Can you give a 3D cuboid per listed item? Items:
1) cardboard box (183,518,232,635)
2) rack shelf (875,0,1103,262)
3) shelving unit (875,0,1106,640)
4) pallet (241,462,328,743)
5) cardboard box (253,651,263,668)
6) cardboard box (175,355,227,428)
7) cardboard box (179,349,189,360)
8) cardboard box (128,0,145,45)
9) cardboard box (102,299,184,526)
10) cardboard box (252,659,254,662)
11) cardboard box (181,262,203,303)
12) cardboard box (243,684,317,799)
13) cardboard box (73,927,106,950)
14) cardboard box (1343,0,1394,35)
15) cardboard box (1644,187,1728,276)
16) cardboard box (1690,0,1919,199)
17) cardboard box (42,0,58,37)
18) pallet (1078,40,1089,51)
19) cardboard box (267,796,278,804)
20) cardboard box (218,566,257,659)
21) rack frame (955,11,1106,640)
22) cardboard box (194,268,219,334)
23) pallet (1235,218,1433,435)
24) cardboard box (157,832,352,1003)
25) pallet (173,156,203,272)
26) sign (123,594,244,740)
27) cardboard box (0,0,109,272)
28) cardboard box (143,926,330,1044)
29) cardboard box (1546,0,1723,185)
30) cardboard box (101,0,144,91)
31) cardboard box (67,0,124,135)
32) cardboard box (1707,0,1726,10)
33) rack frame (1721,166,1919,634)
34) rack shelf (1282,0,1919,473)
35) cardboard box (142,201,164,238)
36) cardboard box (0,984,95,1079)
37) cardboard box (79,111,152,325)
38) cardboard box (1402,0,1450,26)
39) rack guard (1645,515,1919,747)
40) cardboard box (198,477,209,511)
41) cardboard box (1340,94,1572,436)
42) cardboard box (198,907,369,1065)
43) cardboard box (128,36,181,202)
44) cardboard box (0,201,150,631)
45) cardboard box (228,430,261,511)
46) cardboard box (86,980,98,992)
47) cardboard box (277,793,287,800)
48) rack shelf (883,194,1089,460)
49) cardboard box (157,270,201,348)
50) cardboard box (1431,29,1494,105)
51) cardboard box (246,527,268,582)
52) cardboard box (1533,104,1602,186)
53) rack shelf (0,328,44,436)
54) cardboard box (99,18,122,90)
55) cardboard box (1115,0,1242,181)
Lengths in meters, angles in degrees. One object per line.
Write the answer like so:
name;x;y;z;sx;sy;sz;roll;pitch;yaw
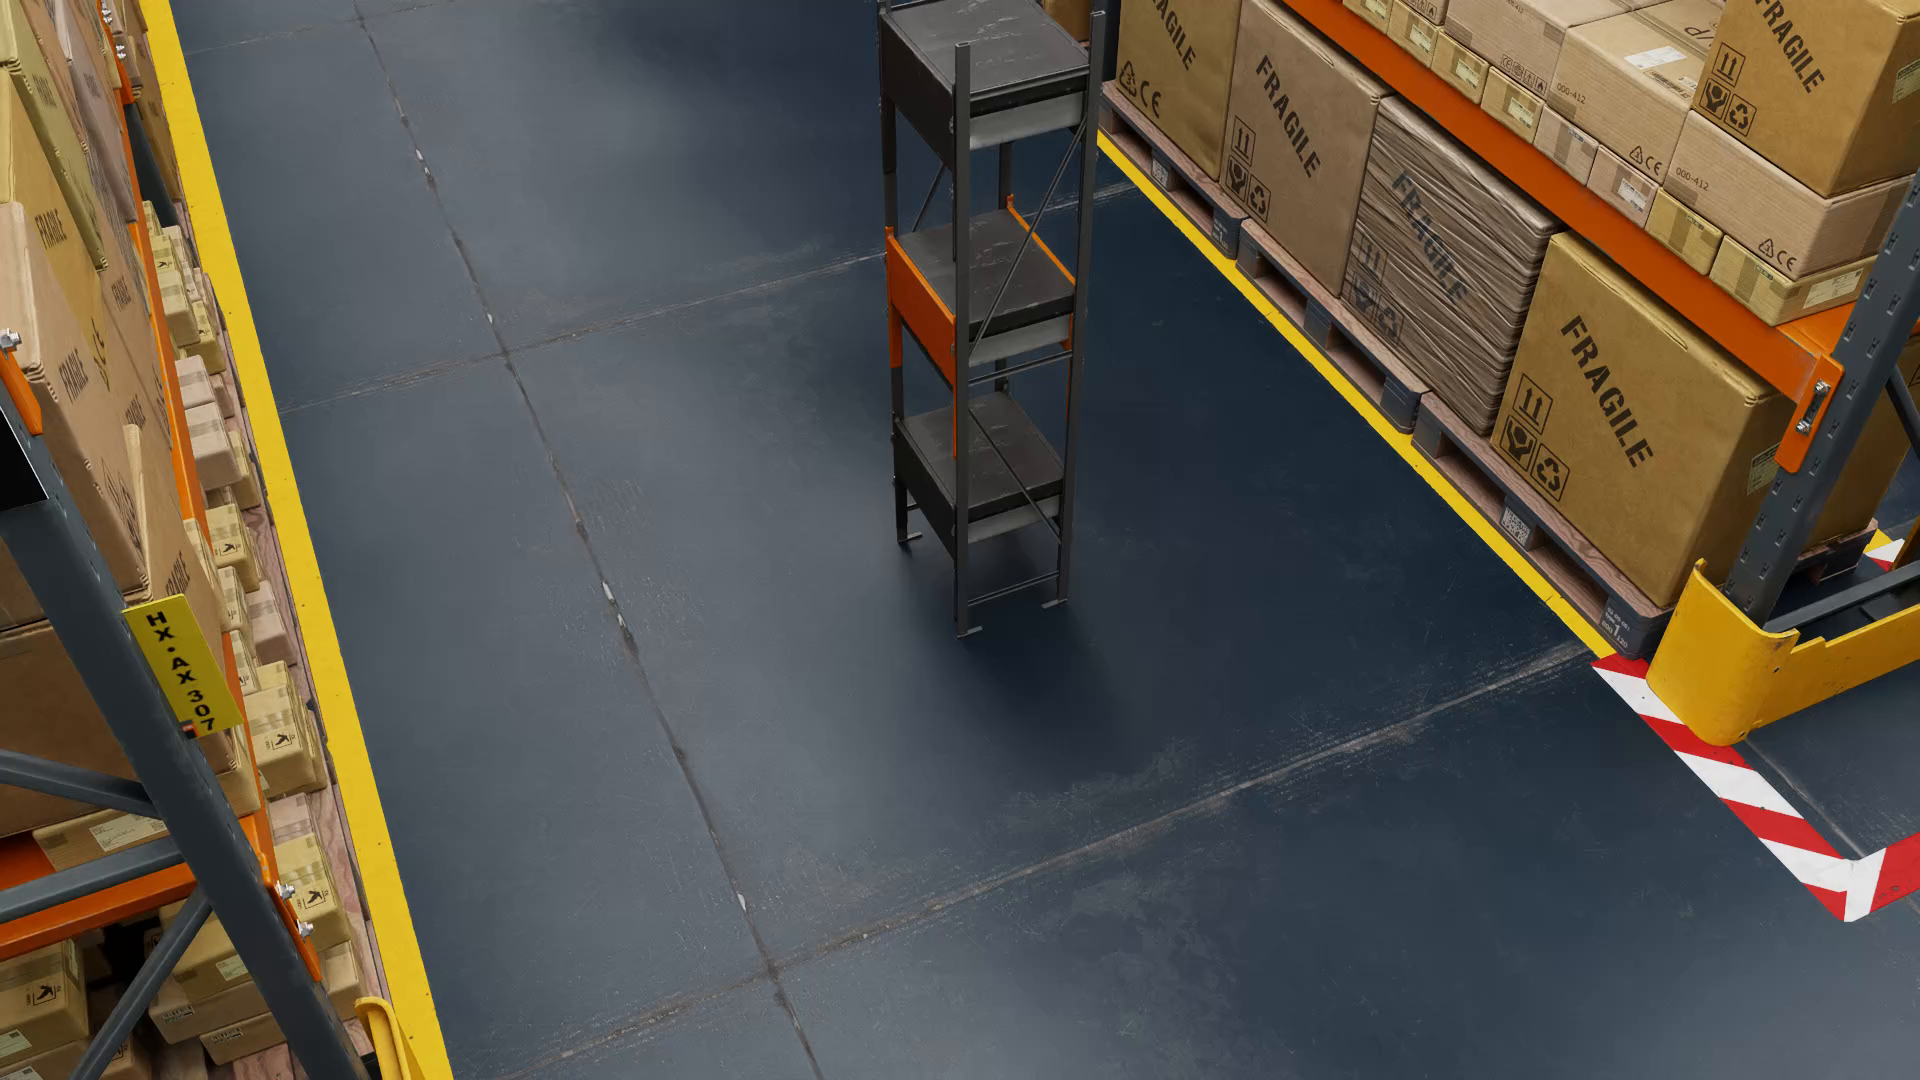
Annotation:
cardboard box;-1.837;0.135;3.657;0.380;0.149;0.250;-19;48;-19
rack shelf;0.070;-1.130;4.424;0.431;0.518;0.480;-18;47;-17
shelving unit;0.070;-0.642;4.906;0.431;2.100;0.503;-18;47;-17
pallet;-2.639;0.325;5.270;1.003;0.211;1.213;-18;47;-17
cardboard box;-2.215;0.494;4.844;0.380;0.149;0.250;-18;47;-17
cardboard box;-2.594;-0.419;5.346;0.380;0.149;0.250;-20;48;-19
cardboard box;-2.779;-0.474;5.614;0.380;0.149;0.250;-18;47;-17
cardboard box;-3.997;-2.339;7.465;0.500;0.500;0.500;-17;47;-17
cardboard box;-1.975;-0.157;3.490;0.500;0.500;0.500;-18;47;-17
cardboard box;-2.230;0.378;4.750;0.380;0.149;0.250;-20;48;-19
cardboard box;-2.925;-0.828;5.973;0.380;0.149;0.250;-20;48;-19
cardboard box;-1.915;0.567;4.347;0.380;0.149;0.250;-18;47;-18
cardboard box;-2.295;0.900;4.010;0.380;0.149;0.250;-17;47;-17
cardboard box;1.552;-1.895;5.713;0.380;0.149;0.250;-19;48;-19
cardboard box;2.195;-0.920;4.726;0.380;0.149;0.250;-18;47;-17
cardboard box;2.311;-1.267;4.259;0.500;0.500;0.500;-17;47;-17
cardboard box;-2.603;-1.483;4.122;0.500;0.500;0.500;-17;47;-16
pallet;0.679;-2.741;8.377;1.003;0.211;1.213;-18;47;-17
cardboard box;-2.023;0.714;4.409;0.380;0.149;0.250;-17;47;-17
cardboard box;-2.203;0.253;4.665;0.380;0.149;0.250;-16;47;-16
rack frame;0.172;-0.486;4.748;0.400;2.100;0.015;-18;47;-17
cardboard box;-2.997;-0.849;6.205;0.380;0.149;0.250;-17;47;-17
pallet;1.838;-0.985;6.598;1.003;0.211;1.213;-18;47;-17
cardboard box;-1.701;0.905;4.004;0.380;0.149;0.250;-20;48;-19
pallet;-3.799;-1.366;6.985;1.003;0.211;1.213;-18;47;-17
sign;-1.296;0.217;2.778;0.100;0.325;0.005;-18;47;-17
cardboard box;-2.153;-0.834;3.465;0.500;0.500;0.500;-19;48;-18
cardboard box;-1.776;1.035;4.084;0.380;0.149;0.250;-16;47;-16
cardboard box;2.097;-1.321;4.848;0.500;0.250;0.500;-19;48;-18
cardboard box;-3.542;-1.939;6.526;0.500;0.250;0.500;-20;48;-19
cardboard box;-2.794;-1.449;4.800;0.500;0.500;0.500;-19;48;-18
cardboard box;2.573;-1.482;5.011;0.500;0.250;0.500;-19;48;-18
rack frame;2.754;-0.715;4.339;1.000;3.000;0.127;-18;47;-17
rack shelf;1.913;-1.733;5.883;1.077;0.370;4.000;-18;47;-17
cardboard box;-3.085;-1.060;5.996;0.380;0.149;0.250;-17;47;-16
cardboard box;-2.270;1.193;3.924;0.380;0.149;0.250;-19;48;-18
cardboard box;-2.389;-0.796;4.138;0.500;0.500;0.500;-19;48;-18
cardboard box;1.660;-1.976;5.512;0.500;0.250;0.500;-18;47;-17
rack guard;2.764;0.190;5.201;1.175;0.500;0.348;-18;47;-17
cardboard box;-2.465;-0.060;4.982;0.380;0.149;0.250;-18;47;-17
cardboard box;2.030;-1.072;5.914;0.875;0.875;0.875;-18;47;-17
cardboard box;-1.718;1.123;4.207;0.380;0.149;0.250;-17;47;-17
cardboard box;-3.541;-1.672;6.790;0.500;0.500;0.500;-16;47;-16
cardboard box;-1.737;-0.176;2.798;0.500;0.500;0.500;-18;47;-18
cardboard box;-2.561;-0.189;5.537;0.380;0.149;0.250;-18;47;-17
cardboard box;-2.399;1.143;4.186;0.380;0.149;0.250;-17;47;-16
cardboard box;-2.013;0.824;4.510;0.380;0.149;0.250;-18;47;-17
rack shelf;0.070;-0.632;4.915;0.431;0.518;0.480;-18;47;-17
cardboard box;-2.830;-0.752;5.684;0.380;0.149;0.250;-18;48;-18
cardboard box;1.765;-1.570;5.385;0.380;0.149;0.250;-18;47;-17
cardboard box;-2.381;0.141;5.202;0.380;0.149;0.250;-18;47;-17
cardboard box;1.986;-1.240;5.050;0.380;0.149;0.250;-17;47;-17
rack shelf;-2.630;-1.400;3.410;1.077;0.370;4.000;-18;47;-17
cardboard box;-2.931;-1.529;5.343;0.380;0.149;0.250;-19;48;-18
cardboard box;1.277;-2.213;7.071;0.875;0.875;0.875;-18;47;-17
